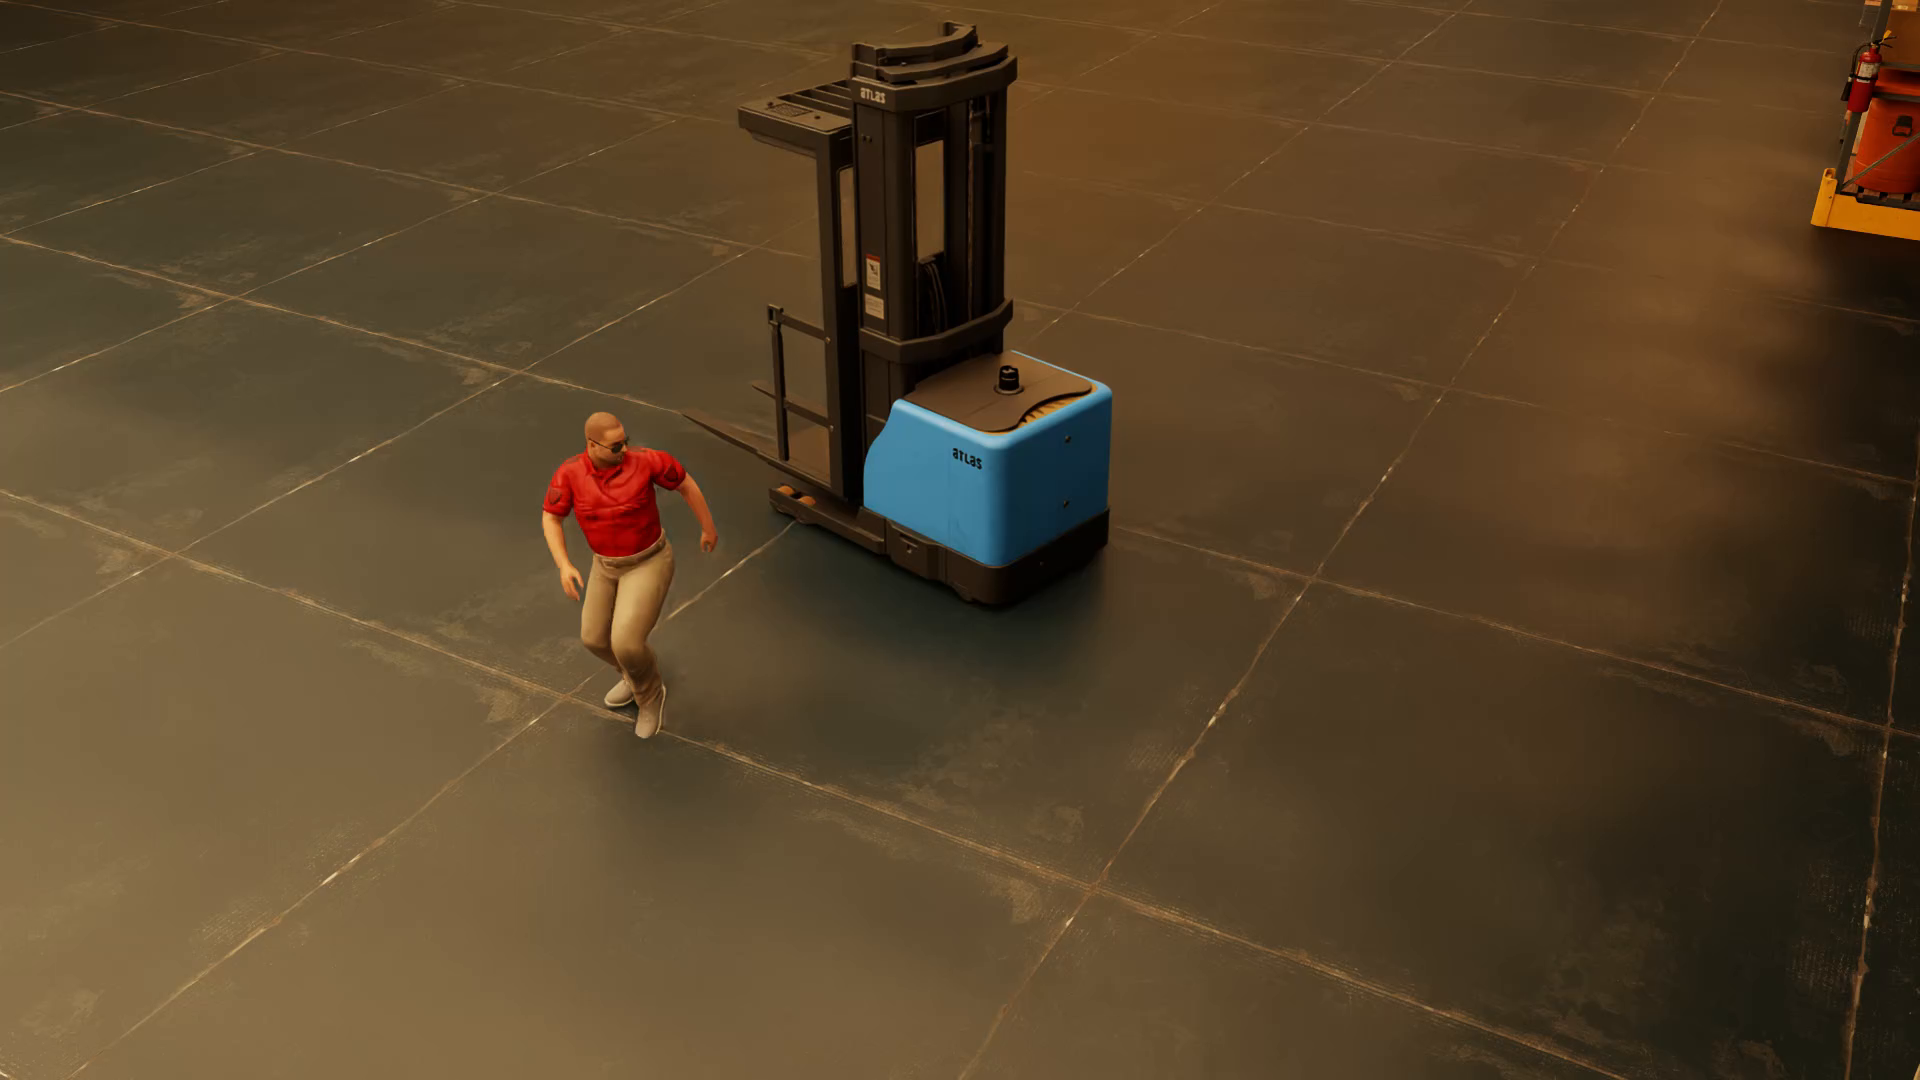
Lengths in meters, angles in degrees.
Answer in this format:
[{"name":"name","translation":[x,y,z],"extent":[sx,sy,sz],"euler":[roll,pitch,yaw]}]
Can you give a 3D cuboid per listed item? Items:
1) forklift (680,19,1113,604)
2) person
[{"name":"forklift","translation":[-0.539,-1.537,9.734],"extent":[3.031,2.935,1.130],"euler":[25,39,37]},{"name":"person","translation":[-1.643,0.147,8.149],"extent":[0.674,1.722,0.773],"euler":[11,32,19]}]
